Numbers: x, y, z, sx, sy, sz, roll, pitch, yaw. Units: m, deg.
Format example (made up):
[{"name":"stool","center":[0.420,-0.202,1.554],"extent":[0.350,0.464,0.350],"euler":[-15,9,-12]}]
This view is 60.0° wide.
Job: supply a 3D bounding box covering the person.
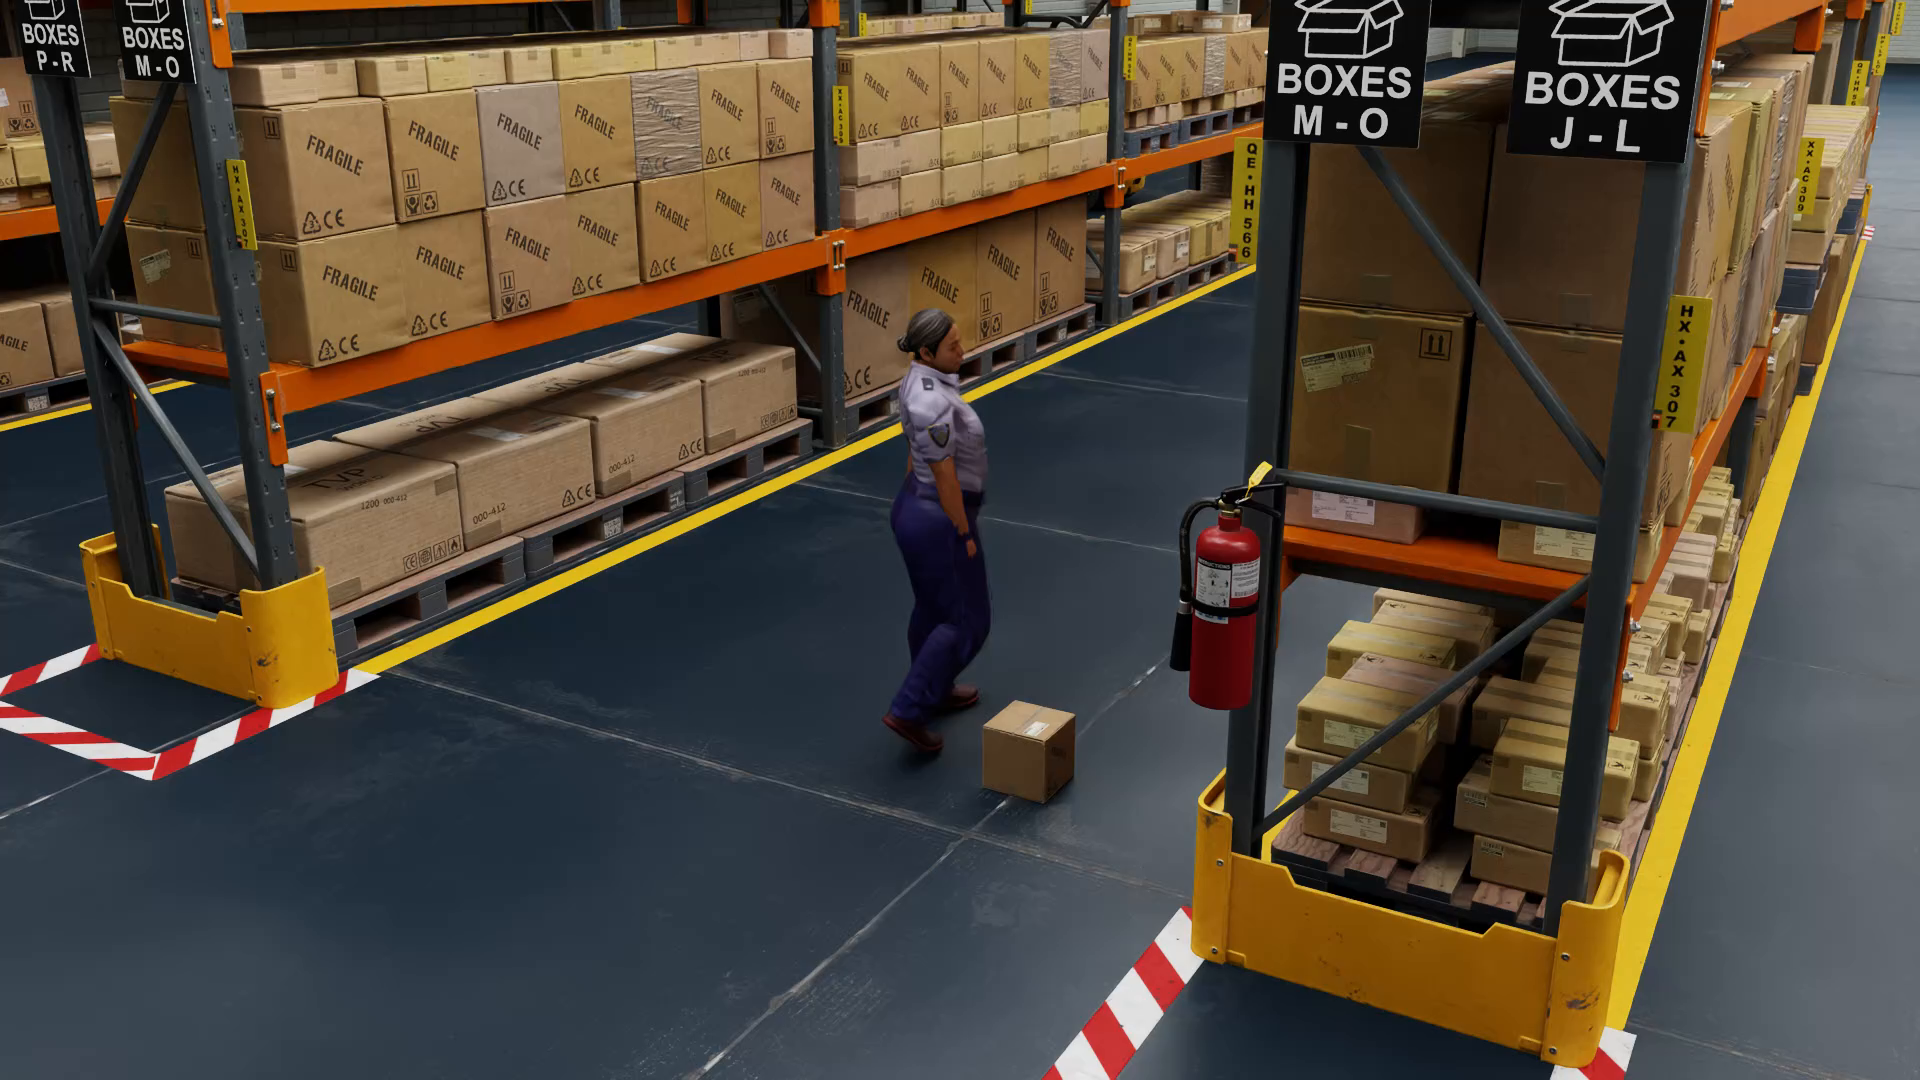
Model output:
[{"name":"person","center":[-0.105,-0.047,6.174],"extent":[0.430,1.657,0.597],"euler":[-2,20,-7]}]
